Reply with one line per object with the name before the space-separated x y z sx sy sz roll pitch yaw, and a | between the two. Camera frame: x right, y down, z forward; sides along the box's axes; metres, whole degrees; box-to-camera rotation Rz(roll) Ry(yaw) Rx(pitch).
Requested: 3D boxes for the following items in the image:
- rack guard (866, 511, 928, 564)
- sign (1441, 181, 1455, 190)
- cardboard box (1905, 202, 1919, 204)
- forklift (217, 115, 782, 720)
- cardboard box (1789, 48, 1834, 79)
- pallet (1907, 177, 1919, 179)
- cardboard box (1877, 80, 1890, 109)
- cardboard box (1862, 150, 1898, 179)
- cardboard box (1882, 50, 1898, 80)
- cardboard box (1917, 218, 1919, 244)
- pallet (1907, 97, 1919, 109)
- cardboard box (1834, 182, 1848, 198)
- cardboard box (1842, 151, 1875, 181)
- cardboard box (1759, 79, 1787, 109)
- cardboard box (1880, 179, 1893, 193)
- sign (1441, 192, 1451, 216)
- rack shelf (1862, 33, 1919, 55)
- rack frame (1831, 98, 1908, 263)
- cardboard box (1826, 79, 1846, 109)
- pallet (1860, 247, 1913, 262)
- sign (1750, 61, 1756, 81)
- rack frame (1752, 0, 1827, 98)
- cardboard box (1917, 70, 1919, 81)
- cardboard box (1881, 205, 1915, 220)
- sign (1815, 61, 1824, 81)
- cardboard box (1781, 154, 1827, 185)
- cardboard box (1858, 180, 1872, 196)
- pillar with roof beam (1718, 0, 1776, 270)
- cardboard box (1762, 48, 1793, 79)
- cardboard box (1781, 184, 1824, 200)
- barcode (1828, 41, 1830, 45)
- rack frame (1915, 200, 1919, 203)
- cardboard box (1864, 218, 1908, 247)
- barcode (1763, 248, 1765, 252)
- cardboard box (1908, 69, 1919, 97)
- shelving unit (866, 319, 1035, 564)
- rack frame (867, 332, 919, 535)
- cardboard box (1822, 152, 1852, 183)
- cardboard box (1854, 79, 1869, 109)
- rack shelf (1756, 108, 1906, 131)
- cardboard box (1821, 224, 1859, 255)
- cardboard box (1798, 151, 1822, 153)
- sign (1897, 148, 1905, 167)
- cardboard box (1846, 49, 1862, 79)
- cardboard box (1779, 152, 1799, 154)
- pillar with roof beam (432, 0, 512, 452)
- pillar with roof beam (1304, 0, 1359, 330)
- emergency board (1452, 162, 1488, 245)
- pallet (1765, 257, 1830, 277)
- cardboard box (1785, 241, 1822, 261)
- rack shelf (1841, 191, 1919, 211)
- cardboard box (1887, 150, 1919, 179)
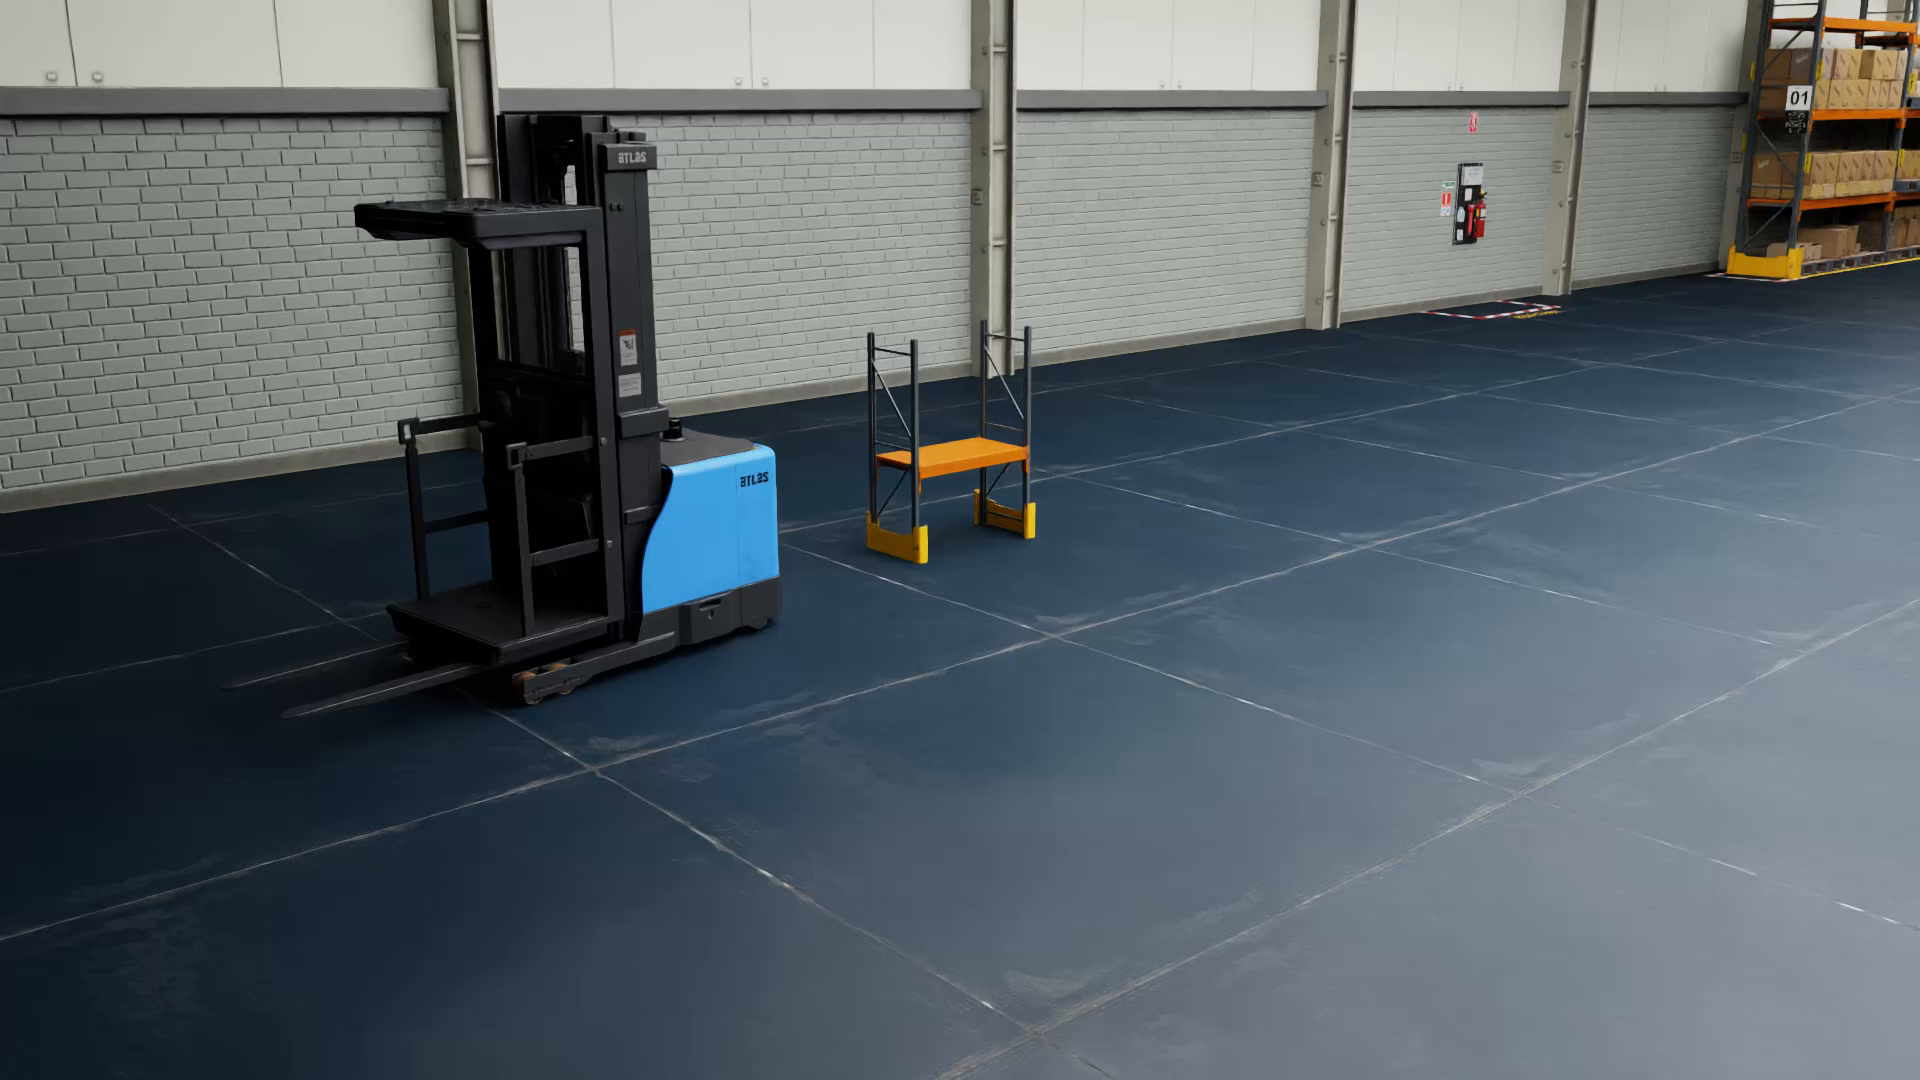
rack guard | -0.433 -0.023 11.354 0.087 0.250 0.587 -13 19 -39
sign | 7.051 -5.124 24.023 0.331 0.109 0.001 -13 19 -39
cardboard box | 19.037 -6.571 33.077 0.500 0.250 0.500 -12 19 -38
forklift | -2.406 -0.714 8.745 1.130 2.935 3.031 13 20 40
cardboard box | 14.432 -8.074 28.181 0.500 0.500 0.500 14 21 43
pallet | 18.551 -6.985 32.458 1.213 0.211 1.003 -13 19 -39
cardboard box | 16.391 -8.033 29.967 0.500 0.500 0.500 14 20 42
cardboard box | 16.846 -6.902 30.577 0.500 0.500 0.500 -13 20 -39
cardboard box | 16.391 -8.500 29.778 0.500 0.500 0.500 -11 19 -36
cardboard box | 18.687 -6.139 32.912 0.500 0.500 0.700 -13 20 -40
pallet | 17.535 -8.185 31.133 1.003 0.211 1.213 -13 19 -39
cardboard box | 15.329 -6.199 29.398 0.500 0.250 0.500 -13 20 -40
cardboard box | 16.086 -6.733 29.944 0.500 0.500 0.500 -13 20 -41
cardboard box | 14.131 -7.693 28.692 0.500 0.500 0.500 -11 18 -35
cardboard box | 16.841 -6.541 30.677 0.500 0.250 0.500 -13 19 -39
sign | 7.042 -4.868 24.095 0.234 0.329 0.001 -13 19 -39
rack shelf | 18.508 -9.439 31.821 4.000 0.370 1.077 -13 19 -39
rack frame | 17.000 -6.743 31.182 0.127 3.000 1.000 -13 19 -39
cardboard box | 14.827 -7.665 28.587 0.500 0.500 0.500 -11 19 -36
pallet | 17.586 -5.528 32.037 1.213 0.211 1.003 -13 19 -39
sign | 13.633 -8.054 28.561 0.005 0.325 0.100 -13 19 -39
rack frame | 13.982 -8.964 27.871 0.127 3.000 1.000 -13 19 -39
cardboard box | 18.395 -8.729 31.798 0.500 0.500 0.500 -14 20 -41
cardboard box | 18.264 -6.402 32.444 0.500 0.250 0.500 -13 20 -41
sign | 14.338 -7.831 27.750 0.005 0.325 0.100 -13 19 -39
cardboard box | 14.539 -6.387 28.649 0.500 0.500 0.500 -13 19 -39
cardboard box | 16.091 -6.370 30.037 0.500 0.250 0.500 -13 20 -40
pillar with roof beam | 16.768 -8.413 25.808 0.400 9.000 9.100 -13 19 -39
cardboard box | 14.136 -8.180 28.577 0.500 0.500 0.500 -12 19 -37
cardboard box | 14.559 -6.024 28.740 0.500 0.250 0.500 -13 20 -41
barcode | 15.669 -8.958 29.981 0.075 0.075 0.001 -13 19 -39
rack frame | 20.017 -7.421 33.719 0.127 3.000 1.000 -13 19 -39
cardboard box | 17.901 -5.973 32.291 0.500 0.500 0.700 -13 20 -40
barcode | 14.314 -5.164 29.610 0.075 0.075 0.001 -13 19 -39
cardboard box | 17.465 -8.521 31.016 0.500 0.500 0.500 -9 18 -32
shelving unit | -0.058 -0.712 11.508 1.083 1.500 0.587 -13 19 -39
rack frame | -0.448 -0.624 11.180 0.032 1.500 0.500 -13 19 -39
cardboard box | 15.313 -6.555 29.278 0.500 0.500 0.500 -13 20 -41
cardboard box | 15.606 -7.848 29.274 0.500 0.500 0.500 -11 19 -36
rack shelf | 15.491 -7.506 29.619 4.000 0.370 1.077 -13 19 -39
cardboard box | 16.243 -5.564 30.760 0.500 0.500 0.500 14 21 43
cardboard box | 15.351 -6.743 29.981 0.500 0.500 0.500 -12 19 -39
sign | 17.362 -7.057 30.680 0.005 0.325 0.100 -13 19 -39
cardboard box | 15.223 -8.238 28.795 0.500 0.500 0.500 -12 19 -38
cardboard box | 14.584 -6.570 29.331 0.500 0.500 0.500 -12 19 -39
pillar with roof beam | -1.337 -4.347 10.587 0.400 9.000 9.100 -13 19 -39
pillar with roof beam | 7.716 -6.380 18.197 0.400 9.000 9.100 -13 19 -39
emergency board | 7.527 -4.925 24.375 0.643 1.169 0.194 -13 19 -39
pallet | 14.675 -4.862 29.543 1.213 0.211 1.003 -13 19 -39
cardboard box | 14.993 -5.175 29.670 0.500 0.311 0.500 -11 18 -35
rack shelf | 18.508 -6.734 32.543 4.000 0.370 1.077 -13 19 -39
cardboard box | 17.832 -7.177 31.759 0.500 0.500 0.700 -10 18 -34
